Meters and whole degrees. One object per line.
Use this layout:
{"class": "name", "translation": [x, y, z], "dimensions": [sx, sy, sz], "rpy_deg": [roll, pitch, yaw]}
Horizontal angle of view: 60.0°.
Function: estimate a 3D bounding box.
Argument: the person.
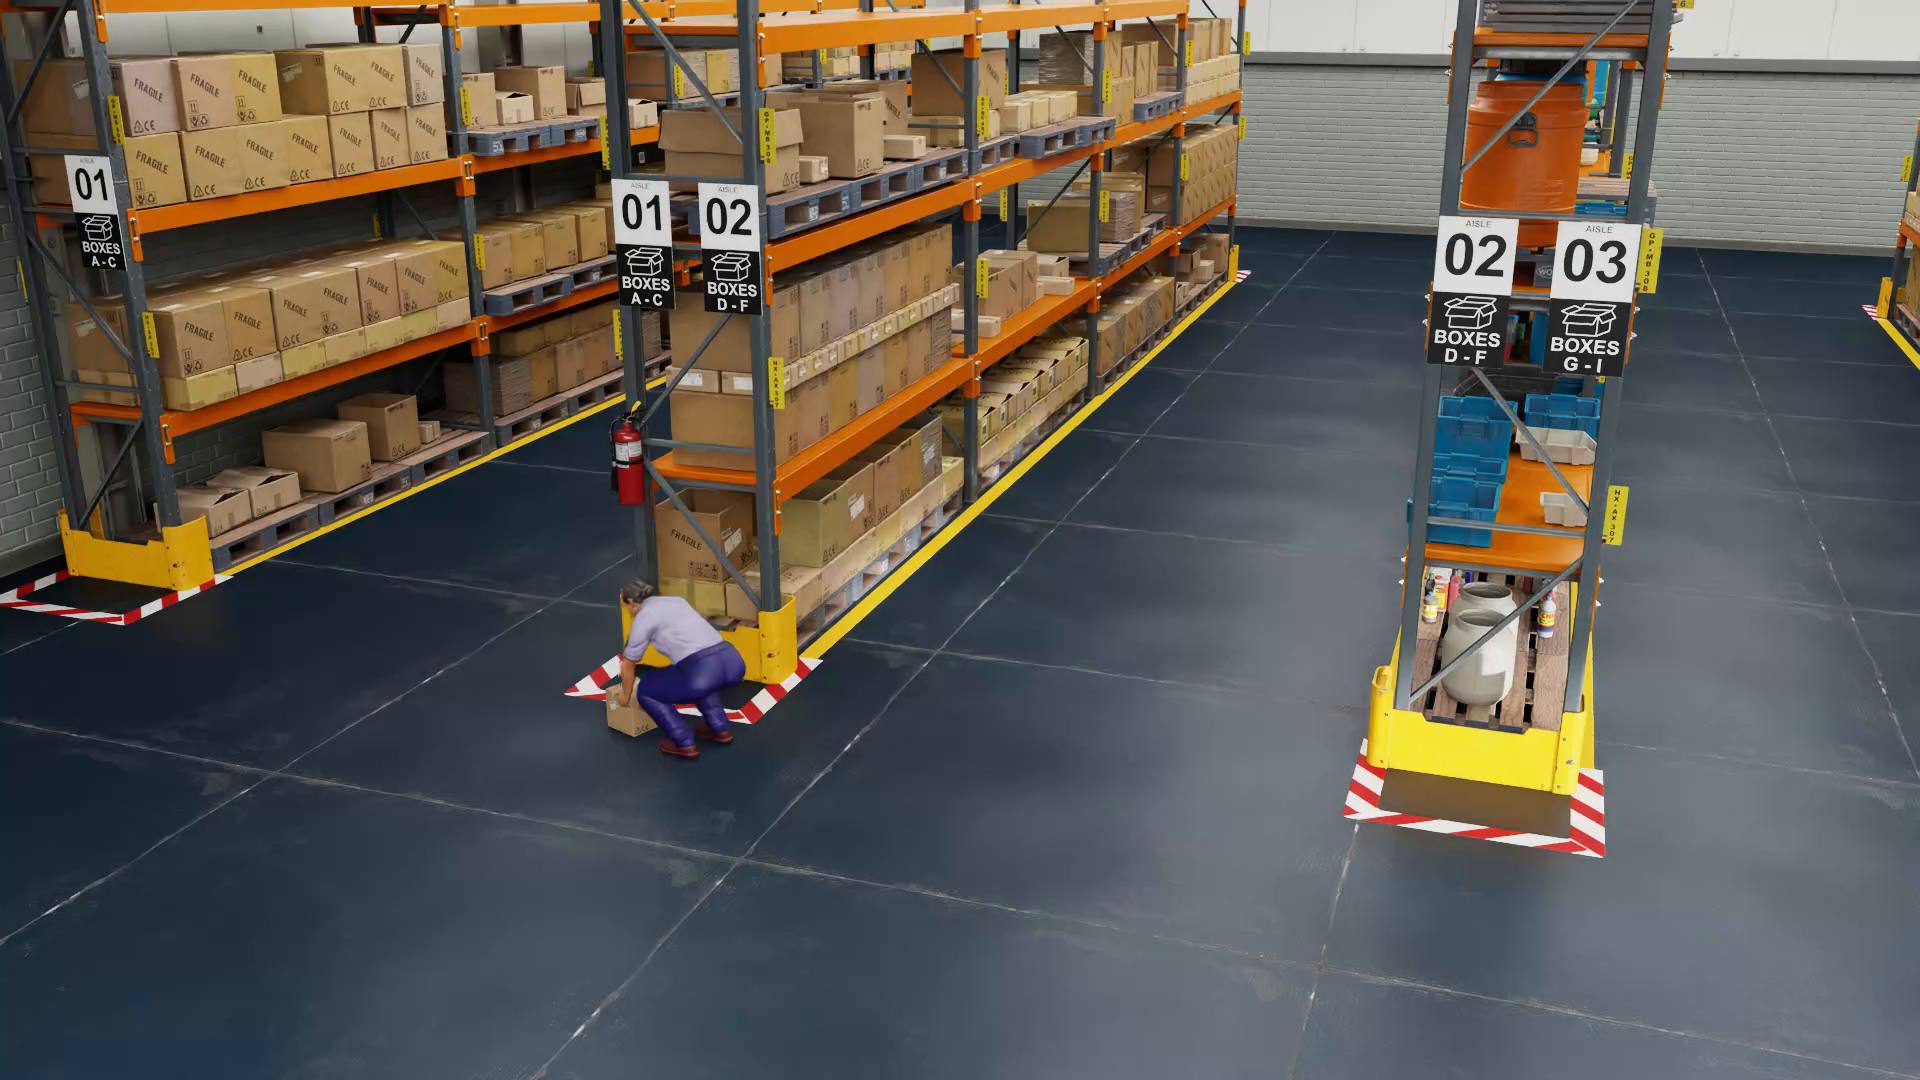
{"class": "person", "translation": [-1.675, 0.757, 9.899], "dimensions": [0.809, 0.985, 0.533], "rpy_deg": [15, 24, 37]}
